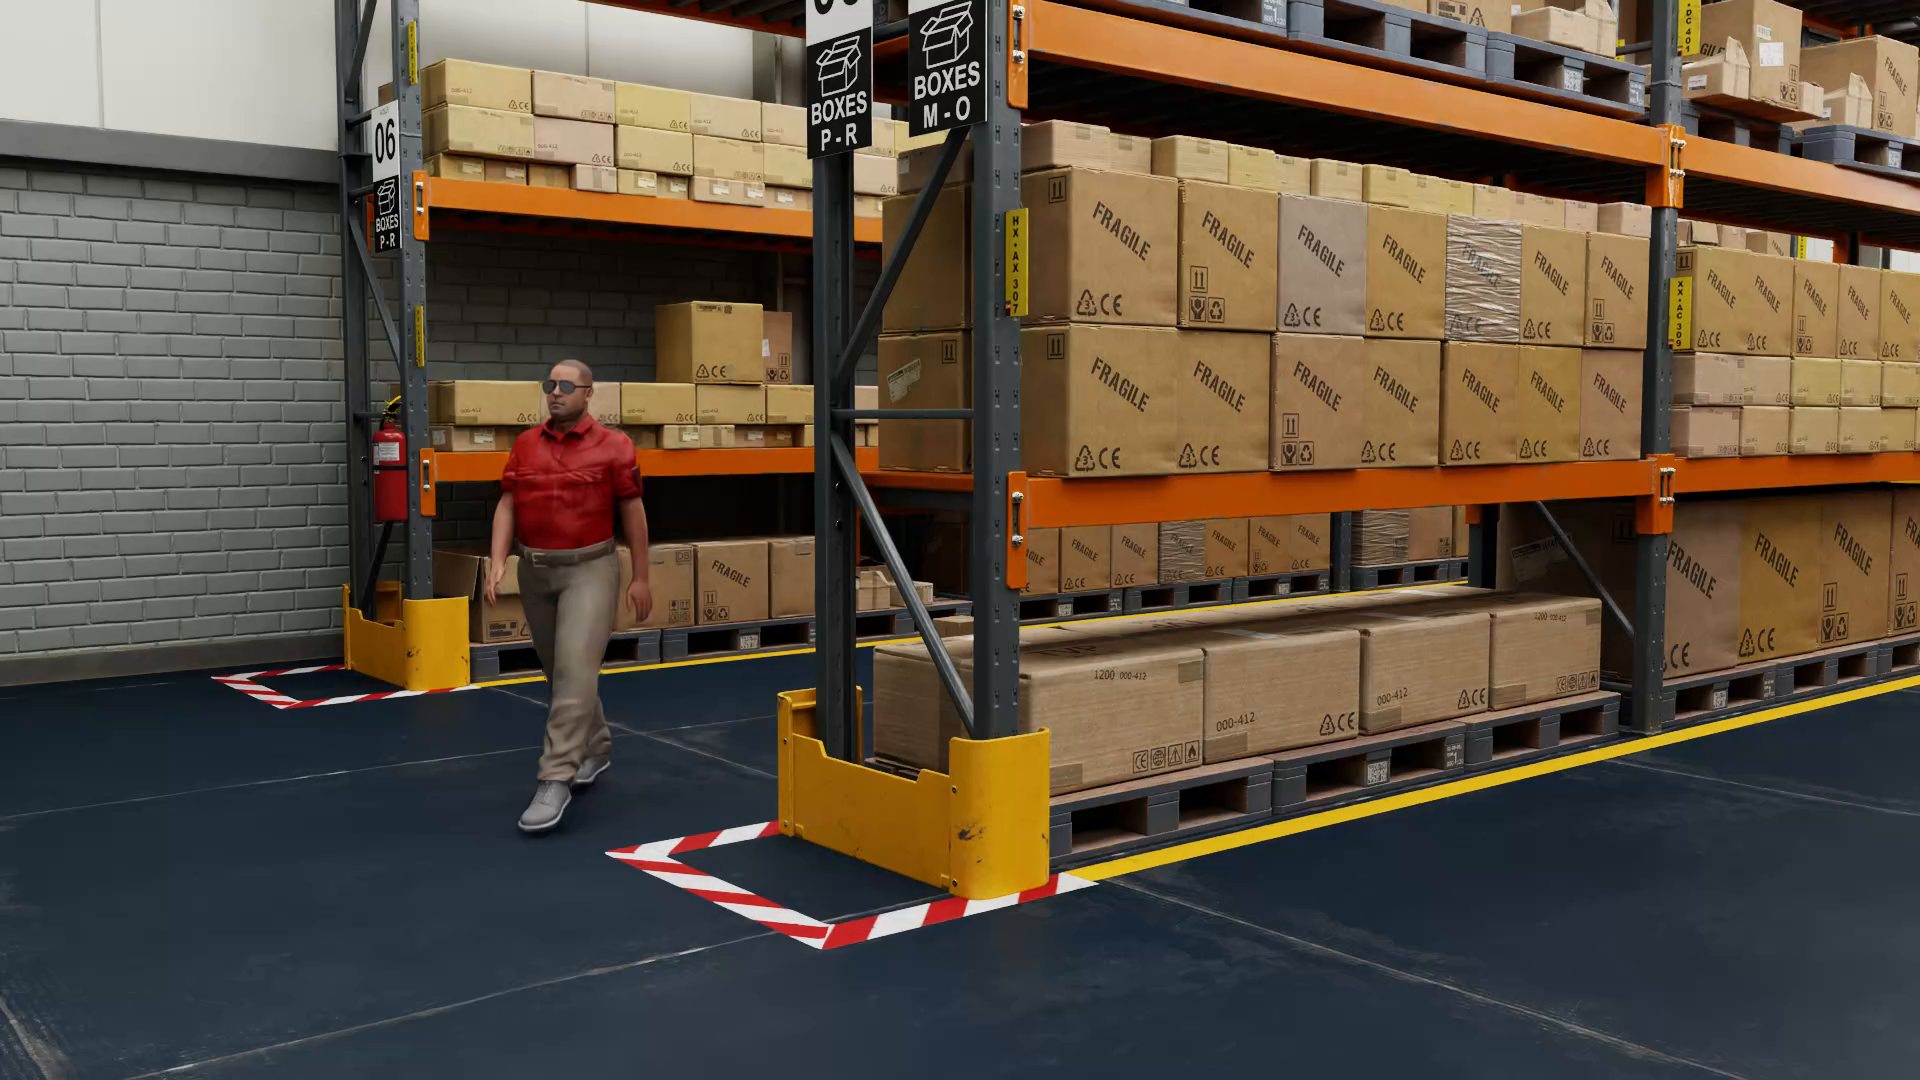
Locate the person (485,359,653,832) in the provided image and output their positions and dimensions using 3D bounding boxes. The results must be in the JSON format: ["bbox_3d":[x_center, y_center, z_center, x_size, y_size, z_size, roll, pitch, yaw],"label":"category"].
[{"bbox_3d":[-1.547,0.159,6.338,0.546,1.694,0.945,1,4,18],"label":"person"}]
